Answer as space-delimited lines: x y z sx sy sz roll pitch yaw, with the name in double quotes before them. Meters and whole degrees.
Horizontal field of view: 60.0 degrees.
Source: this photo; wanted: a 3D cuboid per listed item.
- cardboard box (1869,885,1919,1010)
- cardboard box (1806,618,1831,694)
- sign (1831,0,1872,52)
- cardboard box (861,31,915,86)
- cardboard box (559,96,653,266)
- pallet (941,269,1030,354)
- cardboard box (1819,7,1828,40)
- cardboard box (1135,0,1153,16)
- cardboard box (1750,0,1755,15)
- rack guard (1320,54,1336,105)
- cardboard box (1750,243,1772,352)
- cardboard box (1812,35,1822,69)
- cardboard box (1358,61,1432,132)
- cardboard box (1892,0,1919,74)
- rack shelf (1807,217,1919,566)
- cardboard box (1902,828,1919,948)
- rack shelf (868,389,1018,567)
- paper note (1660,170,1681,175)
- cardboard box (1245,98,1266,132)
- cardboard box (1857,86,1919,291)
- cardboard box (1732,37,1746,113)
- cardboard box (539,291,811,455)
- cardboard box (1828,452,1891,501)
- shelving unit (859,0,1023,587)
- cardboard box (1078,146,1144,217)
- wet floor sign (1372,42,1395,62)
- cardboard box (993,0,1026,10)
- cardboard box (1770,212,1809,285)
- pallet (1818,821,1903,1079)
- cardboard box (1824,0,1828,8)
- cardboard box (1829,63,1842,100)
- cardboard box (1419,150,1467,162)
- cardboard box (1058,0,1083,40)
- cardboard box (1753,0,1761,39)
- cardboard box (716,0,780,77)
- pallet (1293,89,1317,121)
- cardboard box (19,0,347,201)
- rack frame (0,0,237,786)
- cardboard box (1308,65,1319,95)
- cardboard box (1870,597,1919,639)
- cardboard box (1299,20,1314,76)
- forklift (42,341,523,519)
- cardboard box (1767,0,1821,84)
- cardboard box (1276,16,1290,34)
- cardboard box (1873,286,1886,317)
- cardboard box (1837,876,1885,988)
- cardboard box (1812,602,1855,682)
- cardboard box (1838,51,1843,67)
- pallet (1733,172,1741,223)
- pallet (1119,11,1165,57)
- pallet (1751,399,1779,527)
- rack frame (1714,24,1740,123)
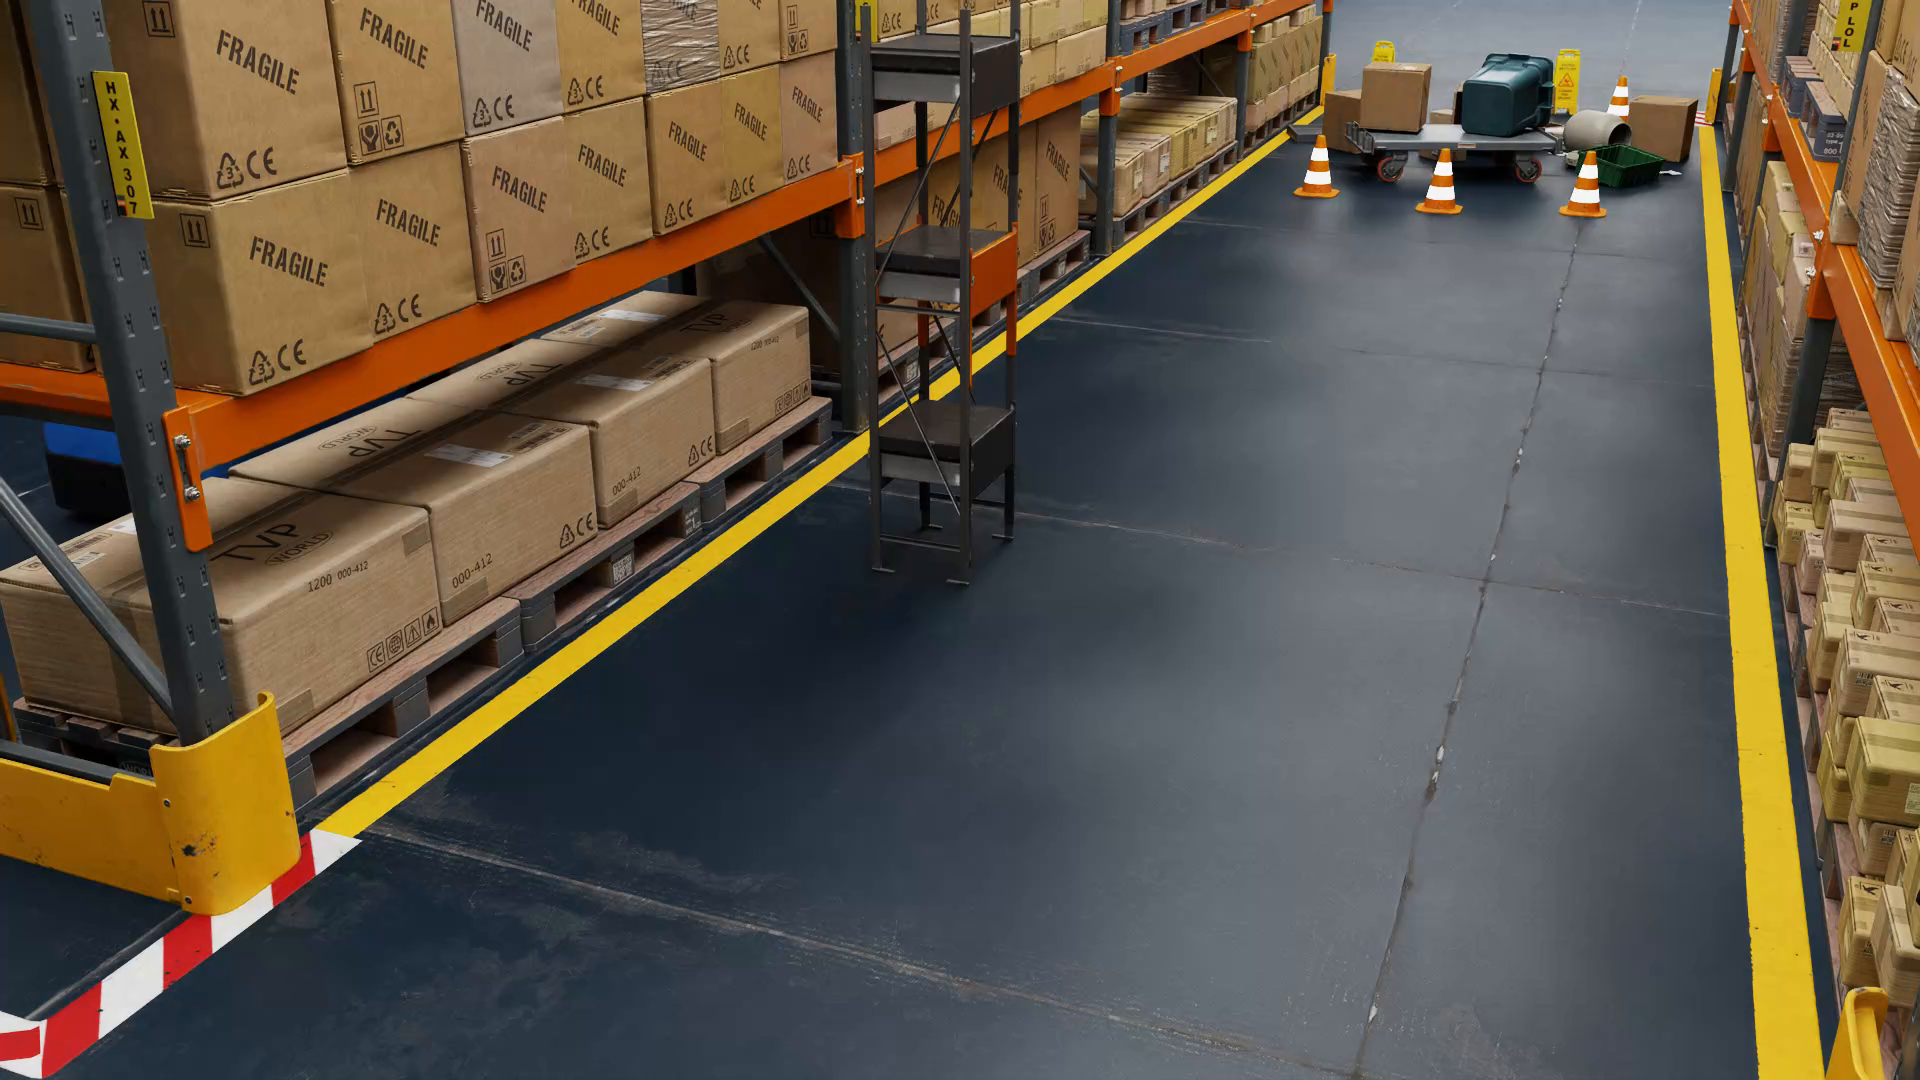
"cardboard box" 2.154 0.888 3.500 0.380 0.149 0.250 8 24 19
"cardboard box" 2.831 0.378 5.107 0.380 0.149 0.250 8 24 19
"sign" 3.193 -1.910 5.930 0.100 0.325 0.005 9 24 20
"cardboard box" -0.499 -2.249 7.788 0.500 0.250 0.500 8 24 19
"cardboard box" -1.427 -1.262 5.750 0.500 0.500 0.500 10 25 22
"pallet" -0.256 -1.409 9.849 1.003 0.211 1.213 9 24 20
"cardboard box" 4.730 -2.703 8.724 0.380 0.149 0.250 10 25 23
"cardboard box" 1.136 -3.757 11.634 0.380 0.149 0.250 7 24 17
"cardboard box" 6.990 -4.564 13.590 0.875 0.550 0.550 9 24 20
"rack guard" 3.505 -5.084 18.273 1.175 0.500 0.348 9 24 20
"cardboard box" 4.326 -1.188 8.401 0.500 0.500 0.500 8 24 19
"cardboard box" 4.742 -2.580 8.816 0.380 0.149 0.250 10 25 23
"cardboard box" 3.711 -3.785 14.181 0.500 0.500 0.500 9 24 20
"cardboard box" 3.137 -1.628 4.944 0.500 0.500 0.500 8 24 18
"rack shelf" 2.966 -0.250 4.391 1.077 0.370 4.000 9 24 20
"cardboard box" 2.185 0.755 3.433 0.380 0.149 0.250 9 24 21
"rack shelf" -0.061 -0.251 6.479 0.431 0.518 0.480 9 24 20
"paper note" 6.090 -3.161 14.278 0.147 0.020 0.142 -7 24 -17
"cardboard box" 2.517 -3.931 15.291 0.500 0.250 0.500 8 24 18
"cardboard box" 2.894 -0.987 4.705 0.500 0.500 0.500 8 24 19
"cardboard box" 7.976 -4.553 15.971 0.875 0.875 0.875 9 24 20
"cardboard box" -1.257 -0.773 7.487 0.875 0.438 0.875 8 24 19
"cardboard box" 3.183 -0.169 5.646 0.380 0.149 0.250 8 24 19
"shelving unit" -0.061 -0.910 6.203 0.431 2.100 0.503 9 24 20
"cardboard box" 0.781 -2.584 11.909 0.950 0.372 0.625 7 24 16
"wet floor sign" 4.597 -5.093 18.106 0.267 0.644 0.232 19 29 38
"cardboard box" 0.044 -3.145 8.961 0.500 0.500 0.500 8 24 19
"cardboard box" 4.138 -1.360 7.840 0.500 0.250 0.500 8 24 18
"pallet" 2.586 1.107 3.825 1.003 0.211 1.213 9 24 20
"cardboard box" 4.746 -2.848 8.685 0.380 0.149 0.250 8 24 19
"cardboard box" 4.253 -2.108 7.687 0.380 0.149 0.250 8 24 18
"cardboard box" 4.343 -3.556 14.919 0.258 0.266 0.396 -7 24 -17
"cardboard box" 0.431 -3.170 9.992 0.500 0.250 0.500 8 24 19
"cardboard box" 6.049 -3.876 12.009 0.500 0.500 0.500 9 24 20
"cardboard box" -1.039 -2.089 6.433 0.500 0.500 0.500 8 24 19
"pallet" 3.170 -4.665 17.645 1.003 0.211 1.213 9 24 20
"cardboard box" -1.967 -1.178 4.250 0.500 0.500 0.500 8 24 19
"rack frame" -2.410 -0.539 4.149 1.000 3.000 0.127 9 24 20
"cardboard box" 3.474 -4.853 17.500 0.500 0.250 0.500 9 24 20
"cardboard box" 2.714 0.296 4.531 0.380 0.149 0.250 8 24 18
"cardboard box" 3.287 -5.024 16.937 0.500 0.500 0.500 10 25 22
"forklift" -2.729 -1.890 7.471 1.130 2.935 3.031 9 24 21
"cardboard box" 5.113 -2.975 9.851 0.500 0.500 0.500 9 24 20
"cardboard box" 2.906 -4.893 15.781 0.380 0.149 0.250 10 25 23
"cardboard box" 2.962 -0.744 4.966 0.380 0.149 0.250 9 24 21
"cardboard box" 2.227 0.930 3.785 0.380 0.149 0.250 10 25 22
"cardboard box" 2.715 0.323 4.852 0.380 0.149 0.250 9 24 21
"cardboard box" 4.255 -2.242 7.621 0.380 0.149 0.250 10 25 22
"pallet" 6.464 -2.587 12.670 1.003 0.211 1.213 9 24 20
"pallet" 0.727 -3.584 11.686 1.213 0.211 1.003 9 24 20
"pallet" 3.997 -0.290 7.170 1.003 0.211 1.213 9 24 20
"rack frame" 8.167 -5.592 16.246 1.000 3.000 0.127 9 24 20
